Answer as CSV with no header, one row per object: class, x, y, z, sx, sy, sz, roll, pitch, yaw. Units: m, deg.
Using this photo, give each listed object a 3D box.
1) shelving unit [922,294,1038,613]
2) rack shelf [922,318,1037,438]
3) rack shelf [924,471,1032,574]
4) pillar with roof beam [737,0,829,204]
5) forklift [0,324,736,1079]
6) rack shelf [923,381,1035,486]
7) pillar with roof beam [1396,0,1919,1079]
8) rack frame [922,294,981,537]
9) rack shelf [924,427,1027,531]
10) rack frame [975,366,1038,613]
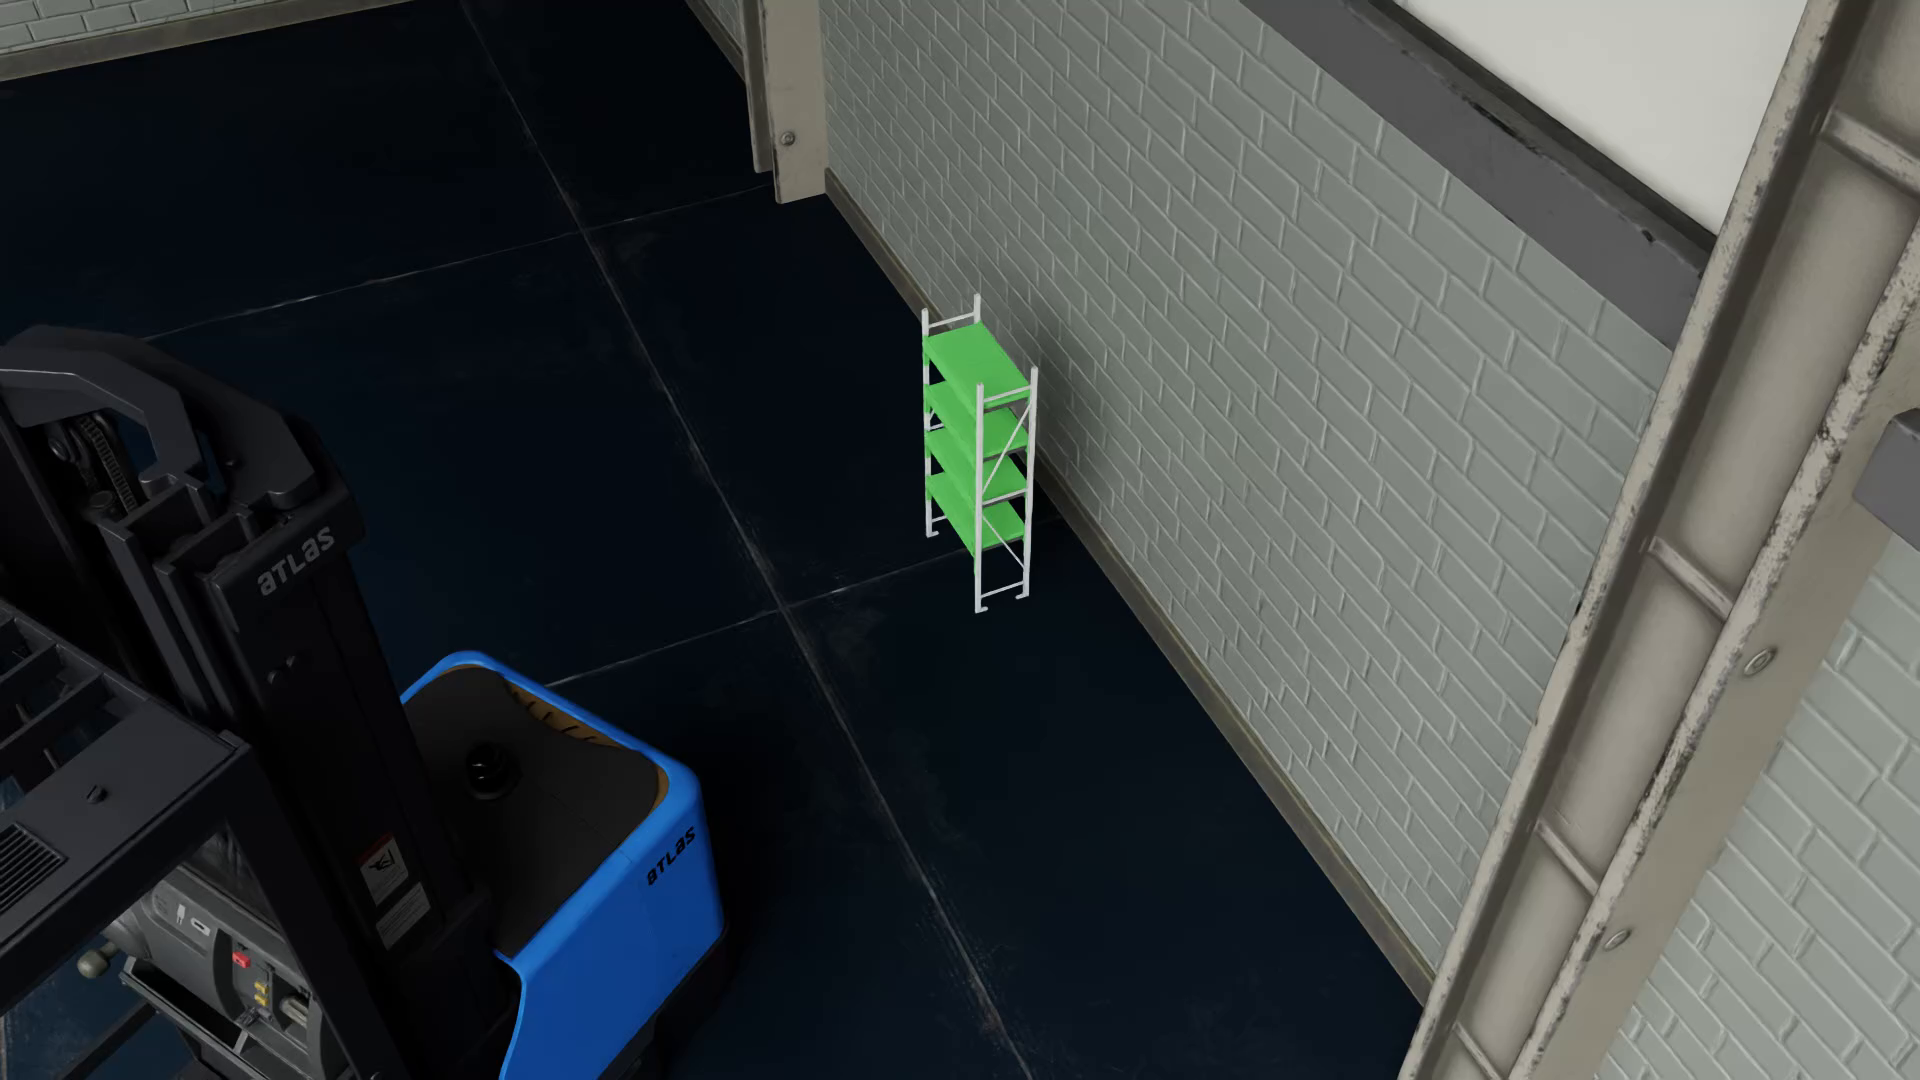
shelving unit,0.070,-0.322,6.591,0.258,1.200,0.503,-18,47,-17
rack shelf,0.070,-0.618,6.298,0.258,0.148,0.480,-18,47,-17
rack shelf,0.070,-0.105,6.804,0.258,0.148,0.480,-18,47,-17
pillar with roof beam,-4.825,-3.910,4.674,9.100,9.000,0.400,-18,47,-17
forklift,-1.973,1.097,3.920,1.130,2.935,3.031,24,50,23
rack shelf,0.070,-0.447,6.467,0.258,0.148,0.480,-18,47,-17
pillar with roof beam,-2.302,-0.086,0.799,9.100,9.000,0.400,-18,47,-17
rack frame,-0.033,-0.477,6.748,0.240,1.200,0.015,-18,47,-17
rack shelf,0.070,-0.276,6.635,0.258,0.148,0.480,-18,47,-17
rack frame,0.172,-0.166,6.433,0.240,1.200,0.015,-18,47,-17
